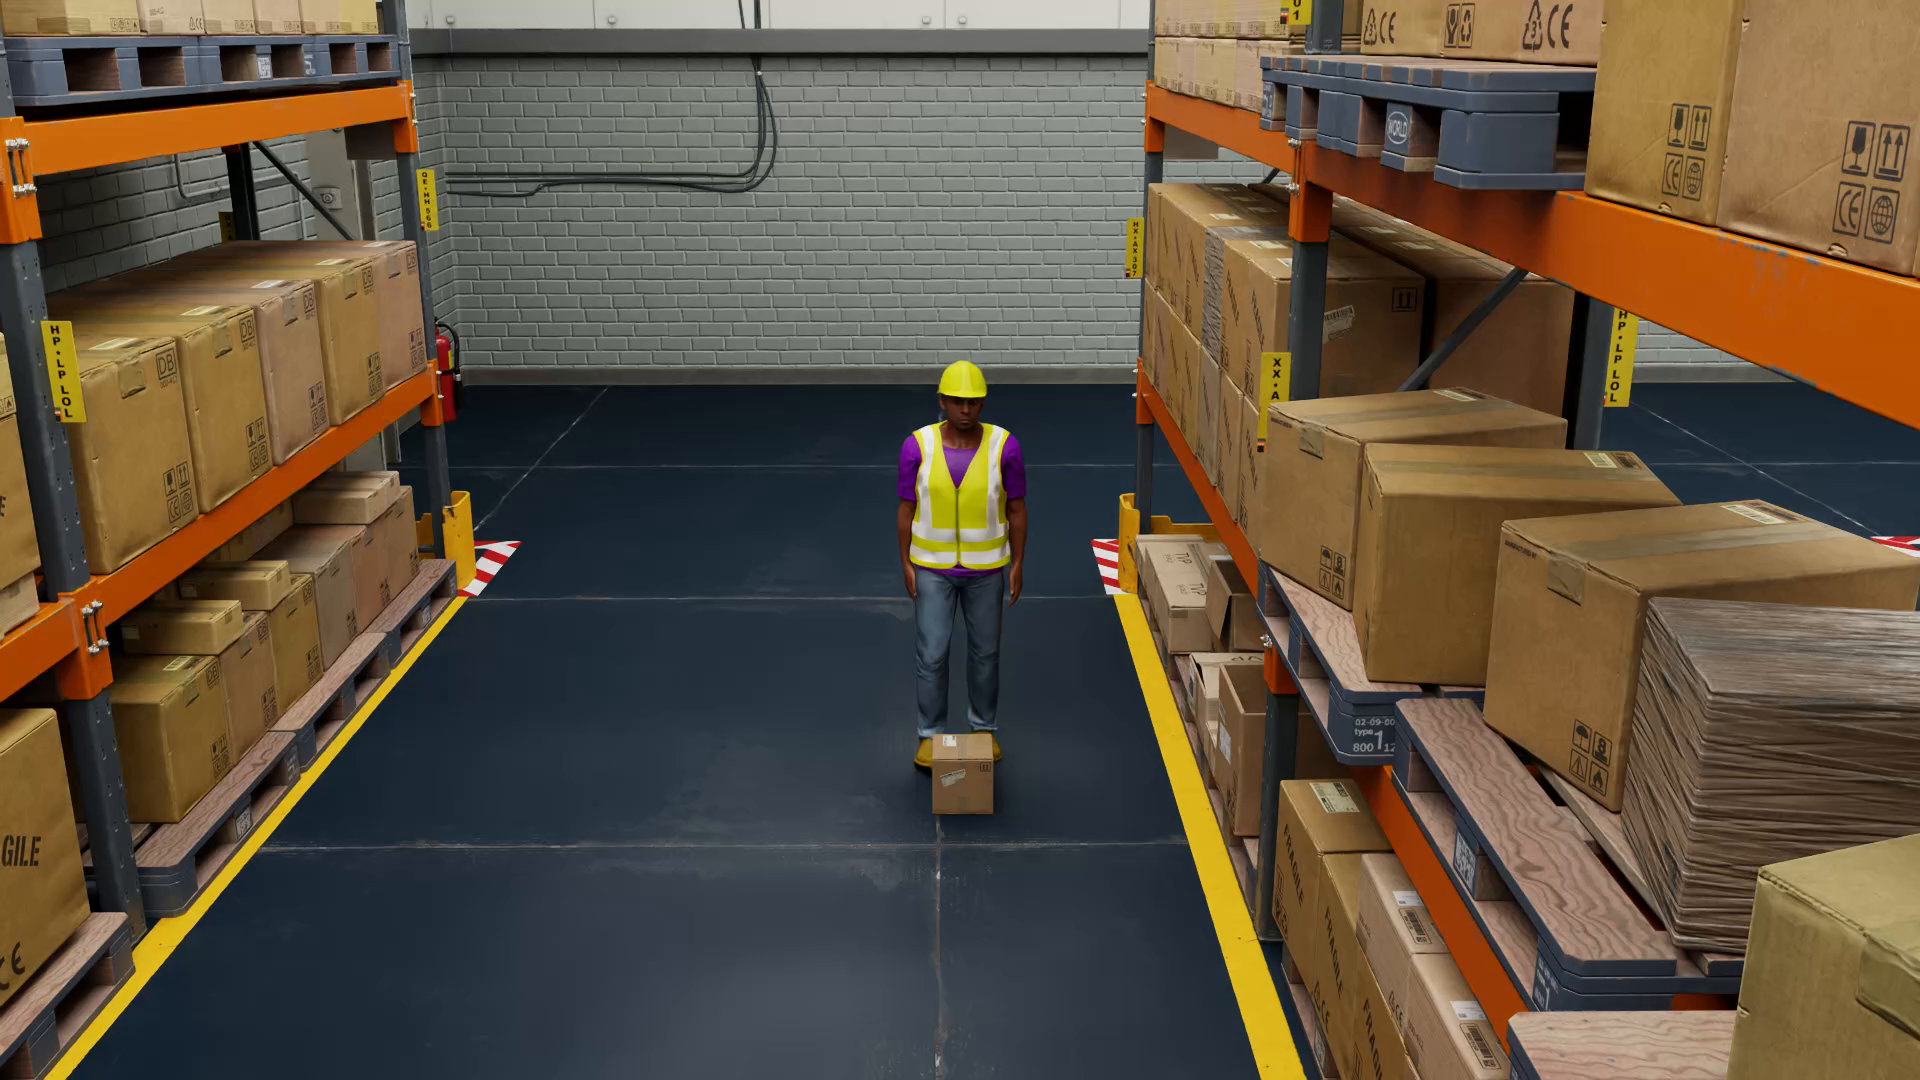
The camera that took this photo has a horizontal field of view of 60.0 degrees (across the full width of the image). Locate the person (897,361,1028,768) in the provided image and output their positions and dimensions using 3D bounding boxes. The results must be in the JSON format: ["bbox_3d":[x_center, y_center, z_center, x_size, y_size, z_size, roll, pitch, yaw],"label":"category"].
[{"bbox_3d":[0.009,0.117,7.137,0.561,1.768,0.417,0,17,1],"label":"person"}]
